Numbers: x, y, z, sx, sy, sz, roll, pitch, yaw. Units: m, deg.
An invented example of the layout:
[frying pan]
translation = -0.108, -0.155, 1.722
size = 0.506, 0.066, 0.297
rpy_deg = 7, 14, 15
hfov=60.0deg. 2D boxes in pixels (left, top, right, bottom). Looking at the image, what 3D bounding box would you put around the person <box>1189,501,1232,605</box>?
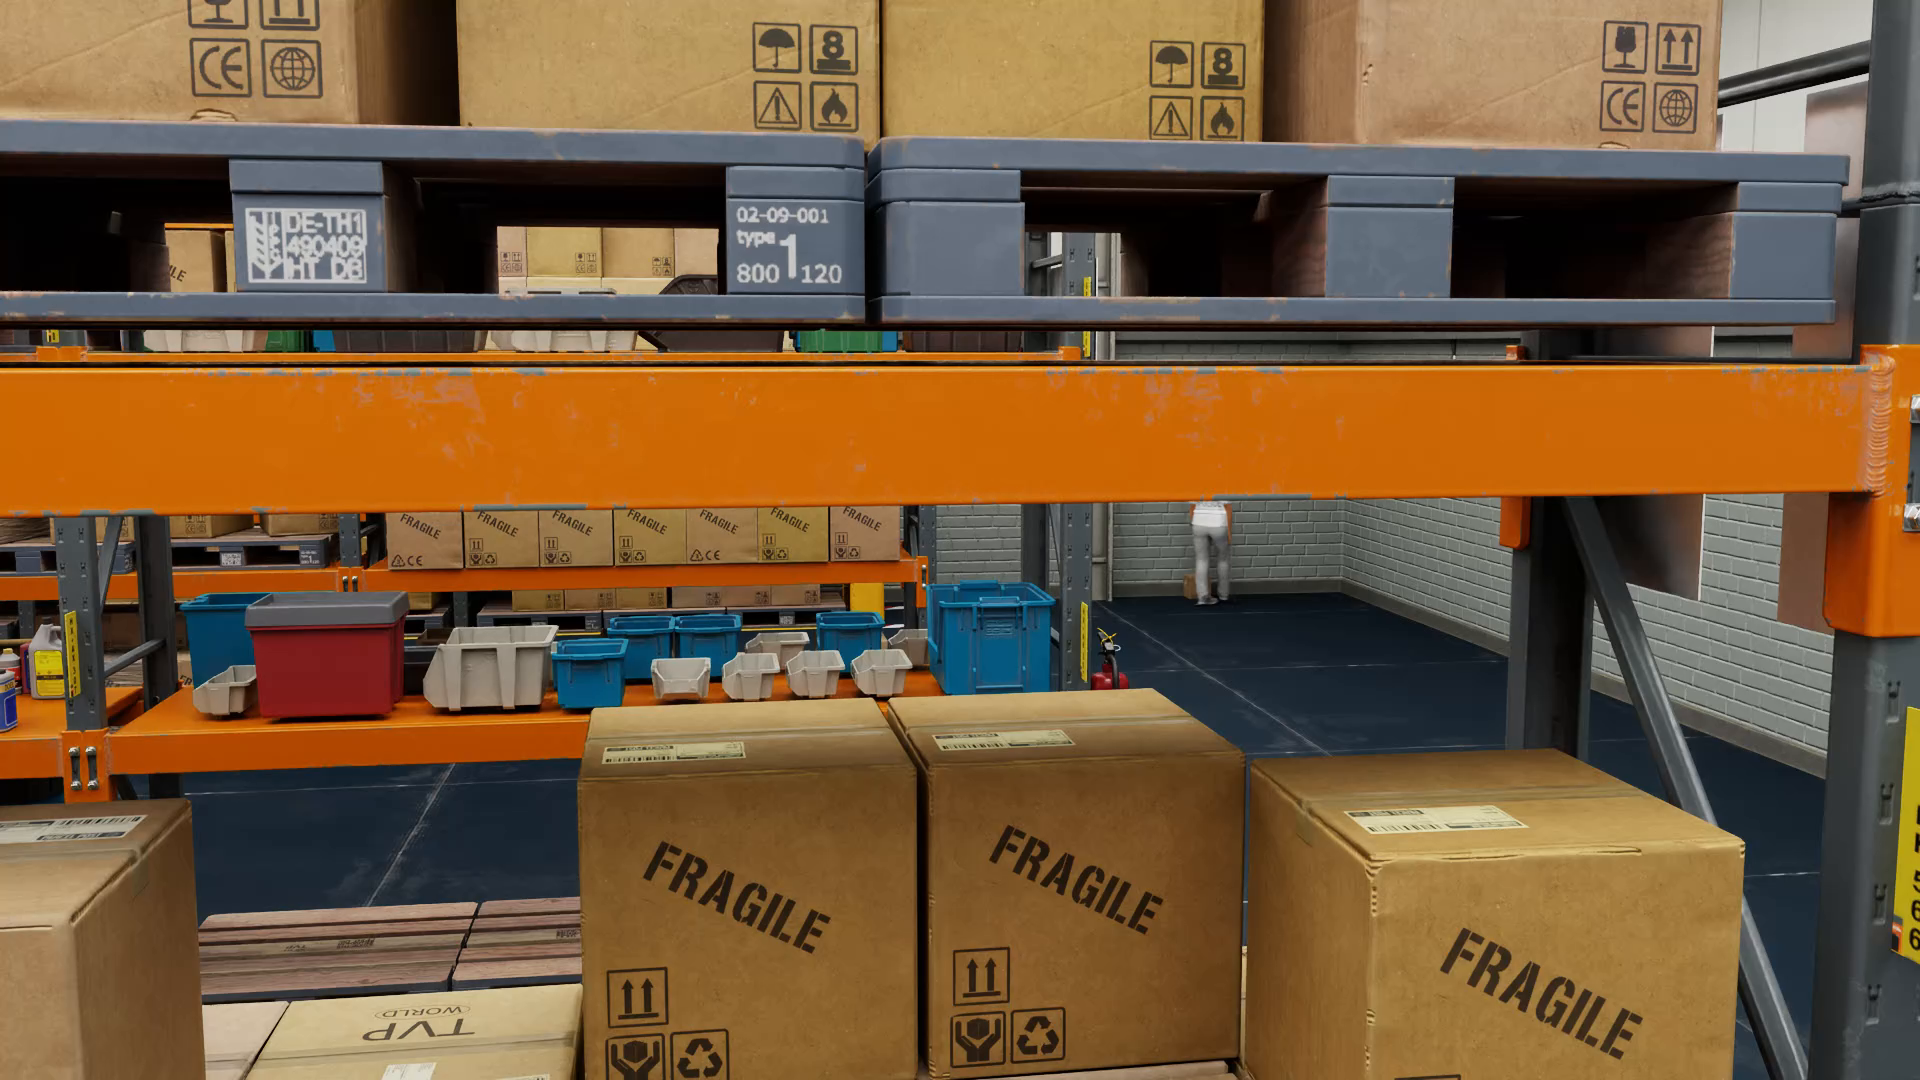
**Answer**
[person]
translation = 2.796, -0.132, 18.439
size = 0.473, 1.653, 0.667
rpy_deg = 2, 7, 16
